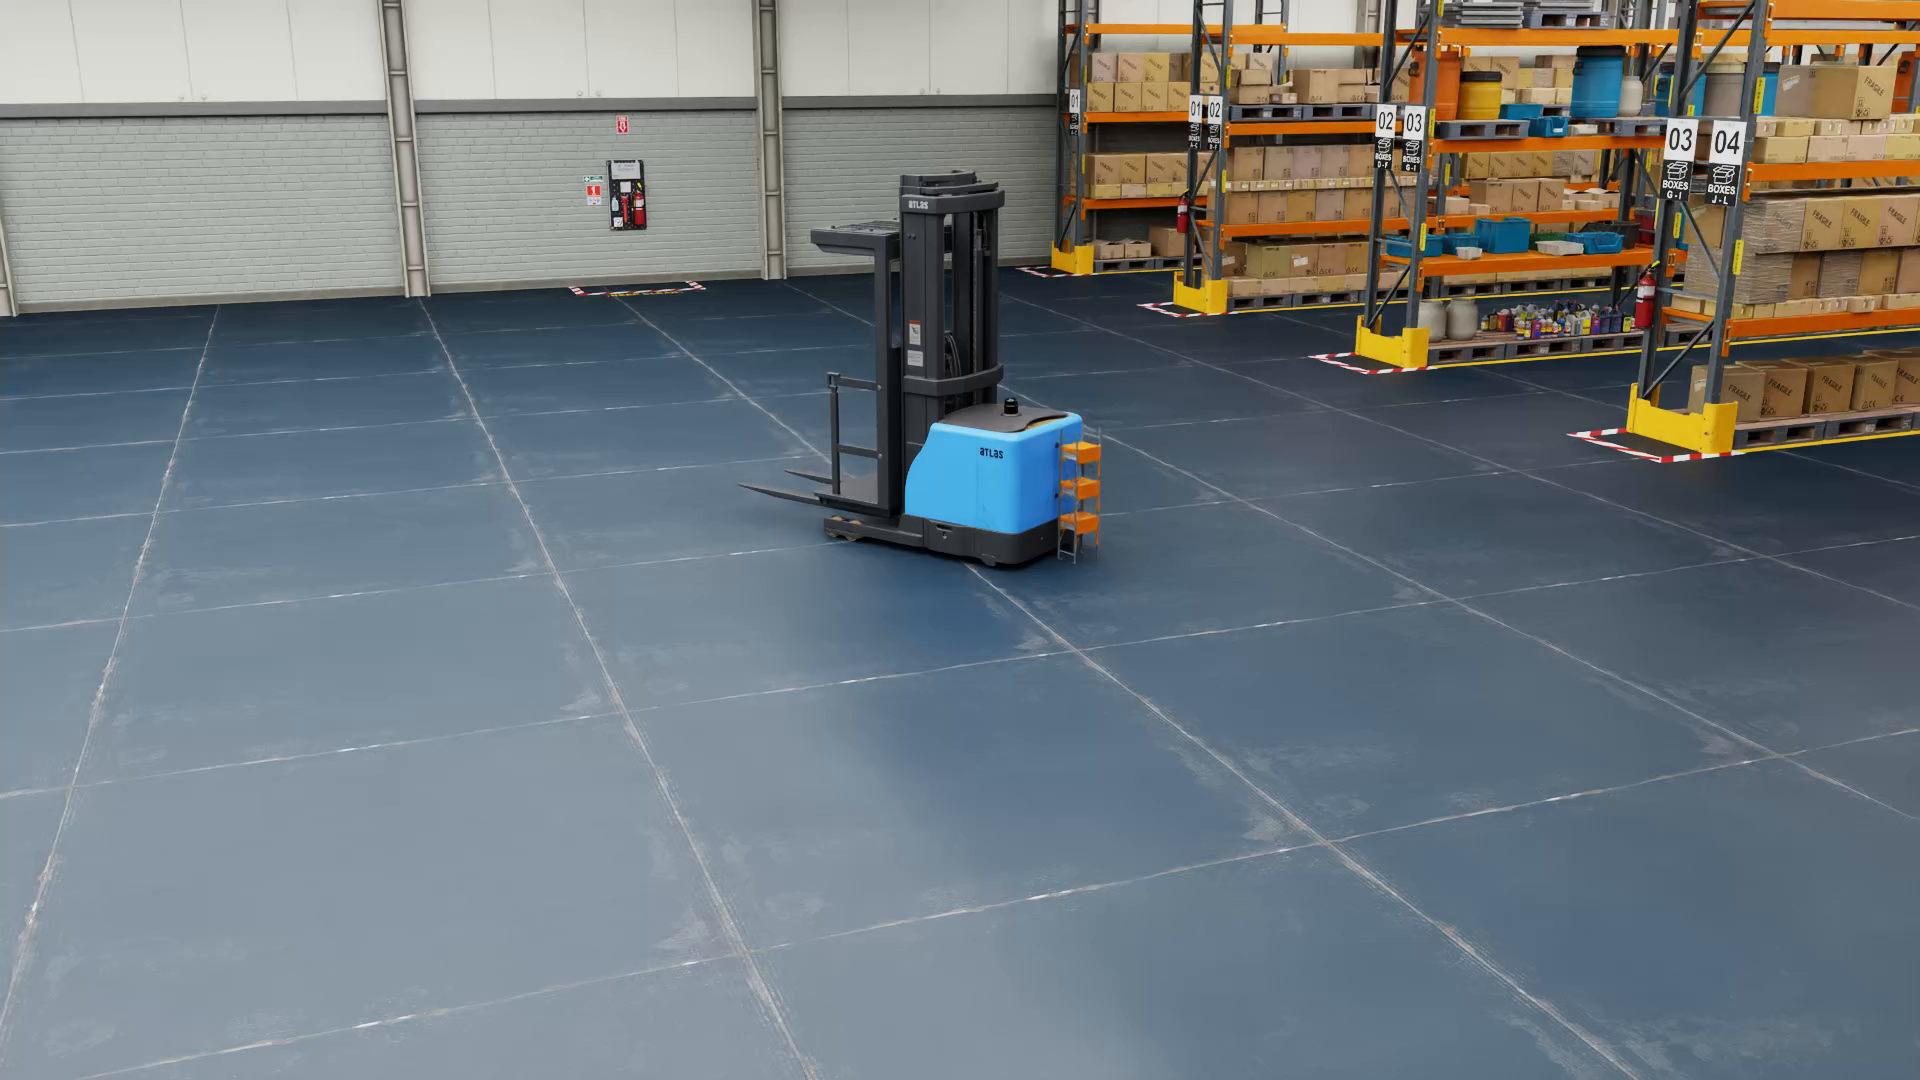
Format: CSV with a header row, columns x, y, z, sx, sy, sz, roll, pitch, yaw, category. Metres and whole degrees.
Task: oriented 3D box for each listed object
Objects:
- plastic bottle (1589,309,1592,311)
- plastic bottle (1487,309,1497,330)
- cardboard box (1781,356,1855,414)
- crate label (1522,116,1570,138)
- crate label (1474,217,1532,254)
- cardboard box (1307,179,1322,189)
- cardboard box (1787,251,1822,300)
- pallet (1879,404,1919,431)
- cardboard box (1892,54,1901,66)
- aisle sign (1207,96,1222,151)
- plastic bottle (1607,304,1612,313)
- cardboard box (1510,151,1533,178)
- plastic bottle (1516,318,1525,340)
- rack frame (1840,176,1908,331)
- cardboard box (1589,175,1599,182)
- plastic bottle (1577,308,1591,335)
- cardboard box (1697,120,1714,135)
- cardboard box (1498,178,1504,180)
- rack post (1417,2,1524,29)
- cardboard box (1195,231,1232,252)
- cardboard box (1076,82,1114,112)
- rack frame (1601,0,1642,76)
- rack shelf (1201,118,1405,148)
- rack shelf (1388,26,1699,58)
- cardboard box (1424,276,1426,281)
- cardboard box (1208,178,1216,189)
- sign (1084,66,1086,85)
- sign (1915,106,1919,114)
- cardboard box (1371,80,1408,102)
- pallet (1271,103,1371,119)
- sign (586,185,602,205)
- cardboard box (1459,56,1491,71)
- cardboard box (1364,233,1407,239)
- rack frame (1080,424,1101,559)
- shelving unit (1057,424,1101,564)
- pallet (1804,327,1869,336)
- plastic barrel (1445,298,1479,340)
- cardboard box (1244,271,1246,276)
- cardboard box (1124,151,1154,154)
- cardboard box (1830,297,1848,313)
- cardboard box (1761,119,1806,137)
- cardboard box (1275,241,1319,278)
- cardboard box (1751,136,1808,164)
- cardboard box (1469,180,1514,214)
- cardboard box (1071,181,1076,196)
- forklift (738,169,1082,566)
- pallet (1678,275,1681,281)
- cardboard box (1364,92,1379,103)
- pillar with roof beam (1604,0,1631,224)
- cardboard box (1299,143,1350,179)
x,y,z,sx,sy,sz,roll,pitch,yaw,category
8.707,-3.098,23.009,0.097,0.201,0.097,0,16,0,plastic bottle
7.182,-2.978,22.455,0.133,0.283,0.061,-6,17,-19,plastic bottle
9.020,-1.638,17.543,0.500,0.500,0.500,-4,17,-15,cardboard box
7.387,-5.223,20.999,0.408,0.251,0.502,-6,17,-20,crate label
7.143,-4.027,21.924,0.616,0.435,0.502,-6,17,-20,crate label
5.397,-5.529,25.774,0.250,0.149,0.380,-6,18,-21,cardboard box
8.241,-2.771,17.004,0.500,0.500,0.875,-6,17,-20,cardboard box
10.414,-1.438,18.121,1.213,0.211,1.003,-6,17,-20,pallet
16.380,-8.358,29.459,0.500,0.500,0.700,-6,17,-20,cardboard box
3.800,-6.217,24.831,0.004,0.787,0.394,-6,17,-20,aisle sign
8.706,-2.994,22.389,0.185,0.351,0.144,-6,17,-20,plastic bottle
10.947,-7.448,32.897,0.500,0.500,0.500,-6,17,-20,cardboard box
7.325,-2.756,21.720,0.097,0.271,0.097,0,16,0,plastic bottle
12.991,-4.560,23.801,0.127,3.000,1.000,-6,17,-20,rack frame
12.740,-7.318,33.606,0.250,0.149,0.380,-6,17,-19,cardboard box
8.277,-2.904,22.083,0.185,0.351,0.144,-6,17,-20,plastic bottle
7.441,-4.118,16.534,0.250,0.149,0.380,-6,17,-20,cardboard box
10.544,-7.113,32.906,0.250,0.149,0.380,-6,18,-21,cardboard box
6.272,-6.434,20.425,0.954,0.300,0.937,-4,17,-14,rack post
4.756,-5.659,31.202,0.500,0.500,0.500,-8,18,-24,cardboard box
2.378,-7.824,29.382,0.500,0.500,0.500,-6,17,-19,cardboard box
13.181,-10.448,33.205,0.127,3.000,1.000,-6,17,-20,rack frame
5.619,-6.352,25.859,4.000,0.370,1.077,-6,17,-20,rack shelf
7.388,-6.296,21.054,4.000,0.370,1.077,-6,17,-20,rack shelf
7.771,-4.460,27.597,0.500,0.250,0.500,-6,18,-21,cardboard box
4.041,-5.504,25.690,0.250,0.149,0.380,-6,18,-21,cardboard box
2.170,-8.075,28.899,0.005,0.325,0.100,-6,17,-20,sign
13.195,-5.804,22.903,0.005,0.325,0.100,-6,17,-20,sign
8.203,-8.558,31.875,0.637,0.503,0.797,-4,17,-12,cardboard box
5.562,-6.642,25.726,1.213,0.211,1.003,-6,17,-20,pallet
-6.157,-5.802,27.969,0.234,0.329,0.001,-6,17,-20,sign
8.077,-7.440,26.477,0.500,0.500,0.500,-6,17,-19,cardboard box
6.942,-4.737,27.211,0.500,0.500,0.500,-6,17,-20,cardboard box
1.021,-0.380,13.028,0.008,1.050,0.200,-13,21,-38,rack frame
0.928,-0.358,12.952,0.252,1.050,0.215,-13,21,-38,shelving unit
12.254,-3.154,23.963,1.213,0.211,1.003,-6,17,-20,pallet
6.576,-2.898,21.812,0.421,0.512,0.421,0,16,0,plastic barrel
4.610,-4.124,26.453,0.500,0.250,0.500,-6,17,-20,cardboard box
3.295,-6.862,30.541,0.500,0.500,0.500,-7,18,-22,cardboard box
8.809,-2.423,16.972,0.250,0.149,0.380,-6,17,-20,cardboard box
7.910,-3.976,16.049,0.250,0.149,0.380,-6,17,-19,cardboard box
5.261,-4.399,26.058,0.500,0.500,0.500,-6,17,-20,cardboard box
7.835,-3.798,16.149,0.500,0.250,0.500,-6,17,-18,cardboard box
8.702,-5.634,27.283,0.500,0.500,0.500,-5,17,-16,cardboard box
2.343,-6.395,30.283,0.500,0.250,0.500,-6,17,-19,cardboard box
-0.509,-1.509,13.533,3.031,2.935,1.130,11,20,34,forklift
13.070,-4.712,29.271,1.213,0.211,1.003,-6,17,-20,pallet
6.459,-6.854,25.742,0.250,0.149,0.380,-6,17,-20,cardboard box
15.066,-9.613,30.364,0.400,9.000,9.100,-6,17,-20,pillar with roof beam
5.669,-5.932,25.995,0.500,0.500,0.700,-6,17,-20,cardboard box
